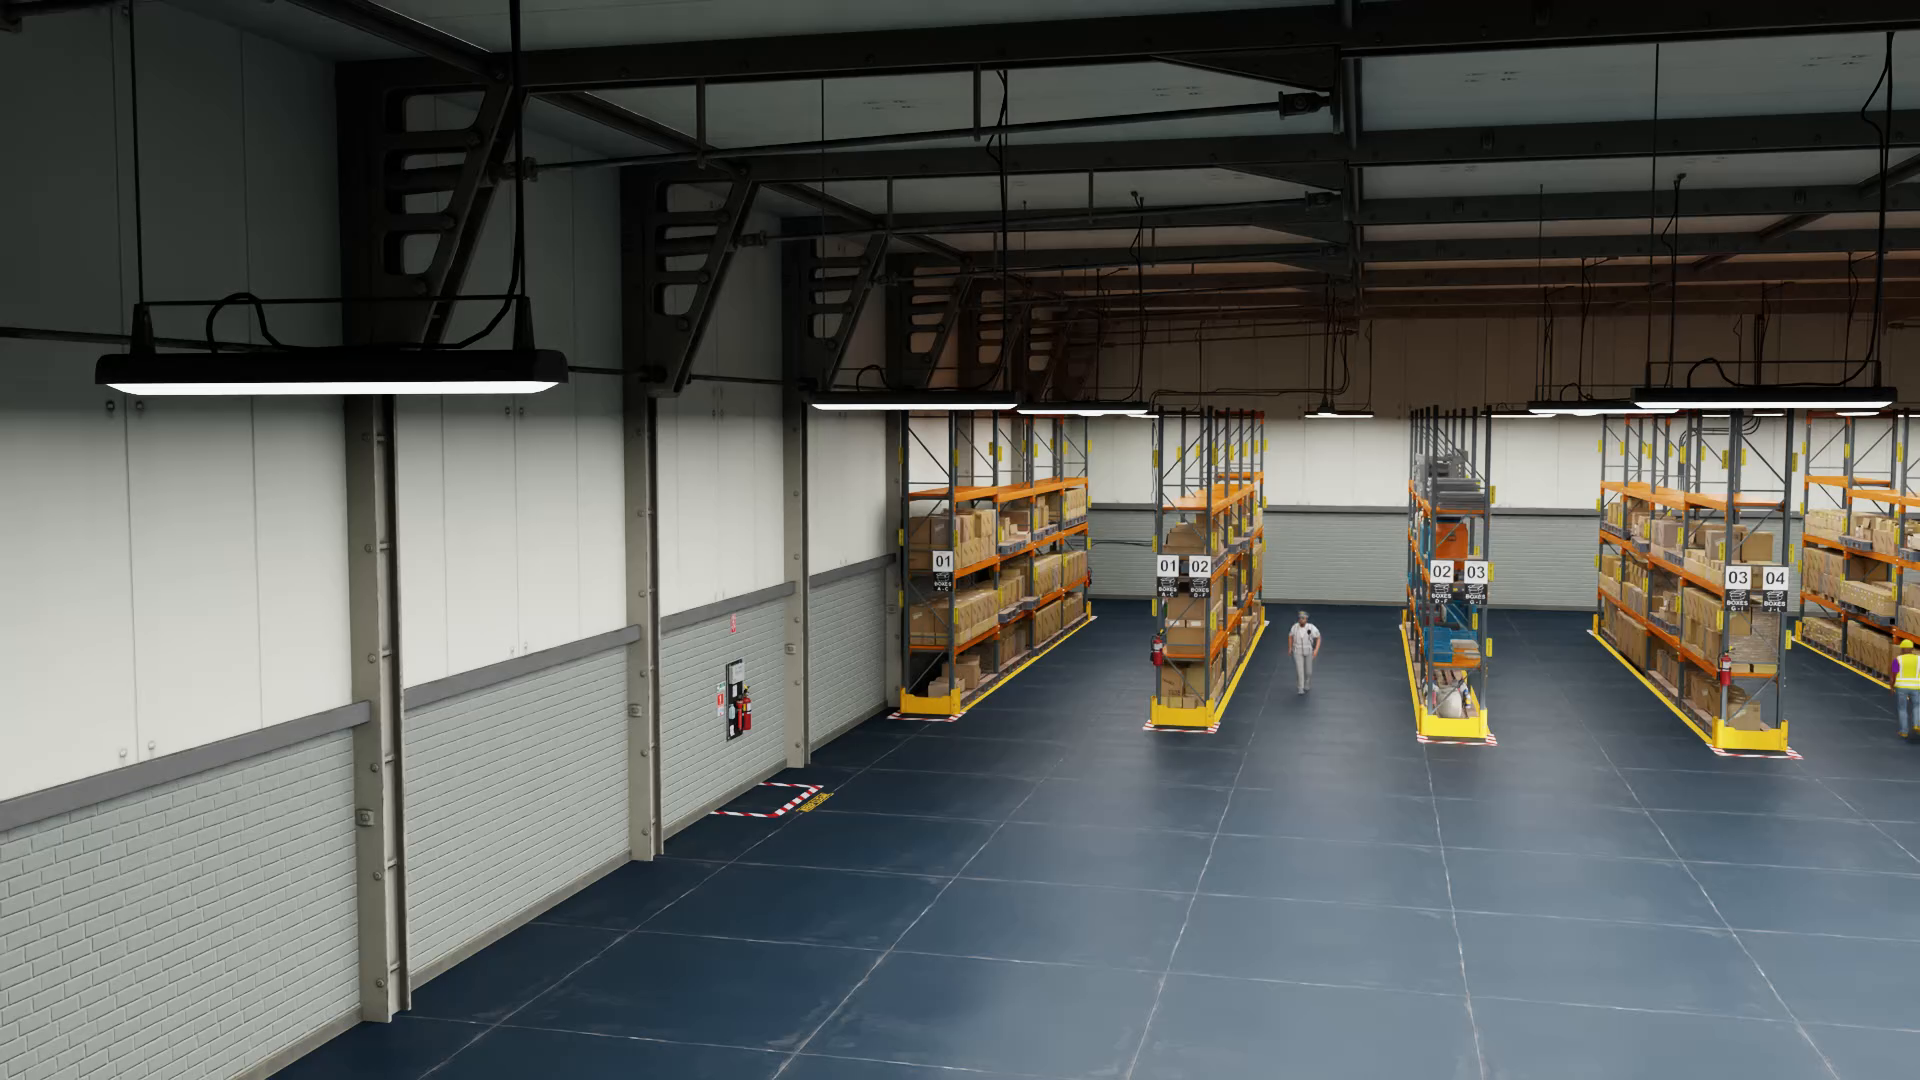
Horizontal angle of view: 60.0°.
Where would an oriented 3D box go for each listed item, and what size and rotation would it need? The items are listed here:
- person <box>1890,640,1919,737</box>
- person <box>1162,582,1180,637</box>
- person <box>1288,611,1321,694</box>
[{"bbox_3d":[17.153,2.690,30.083,0.599,1.763,0.529,1,4,14],"label":"person"},{"bbox_3d":[5.617,1.663,44.102,0.608,1.724,1.034,1,4,14],"label":"person"},{"bbox_3d":[7.262,2.346,35.070,0.675,1.733,0.628,0,4,6],"label":"person"}]
